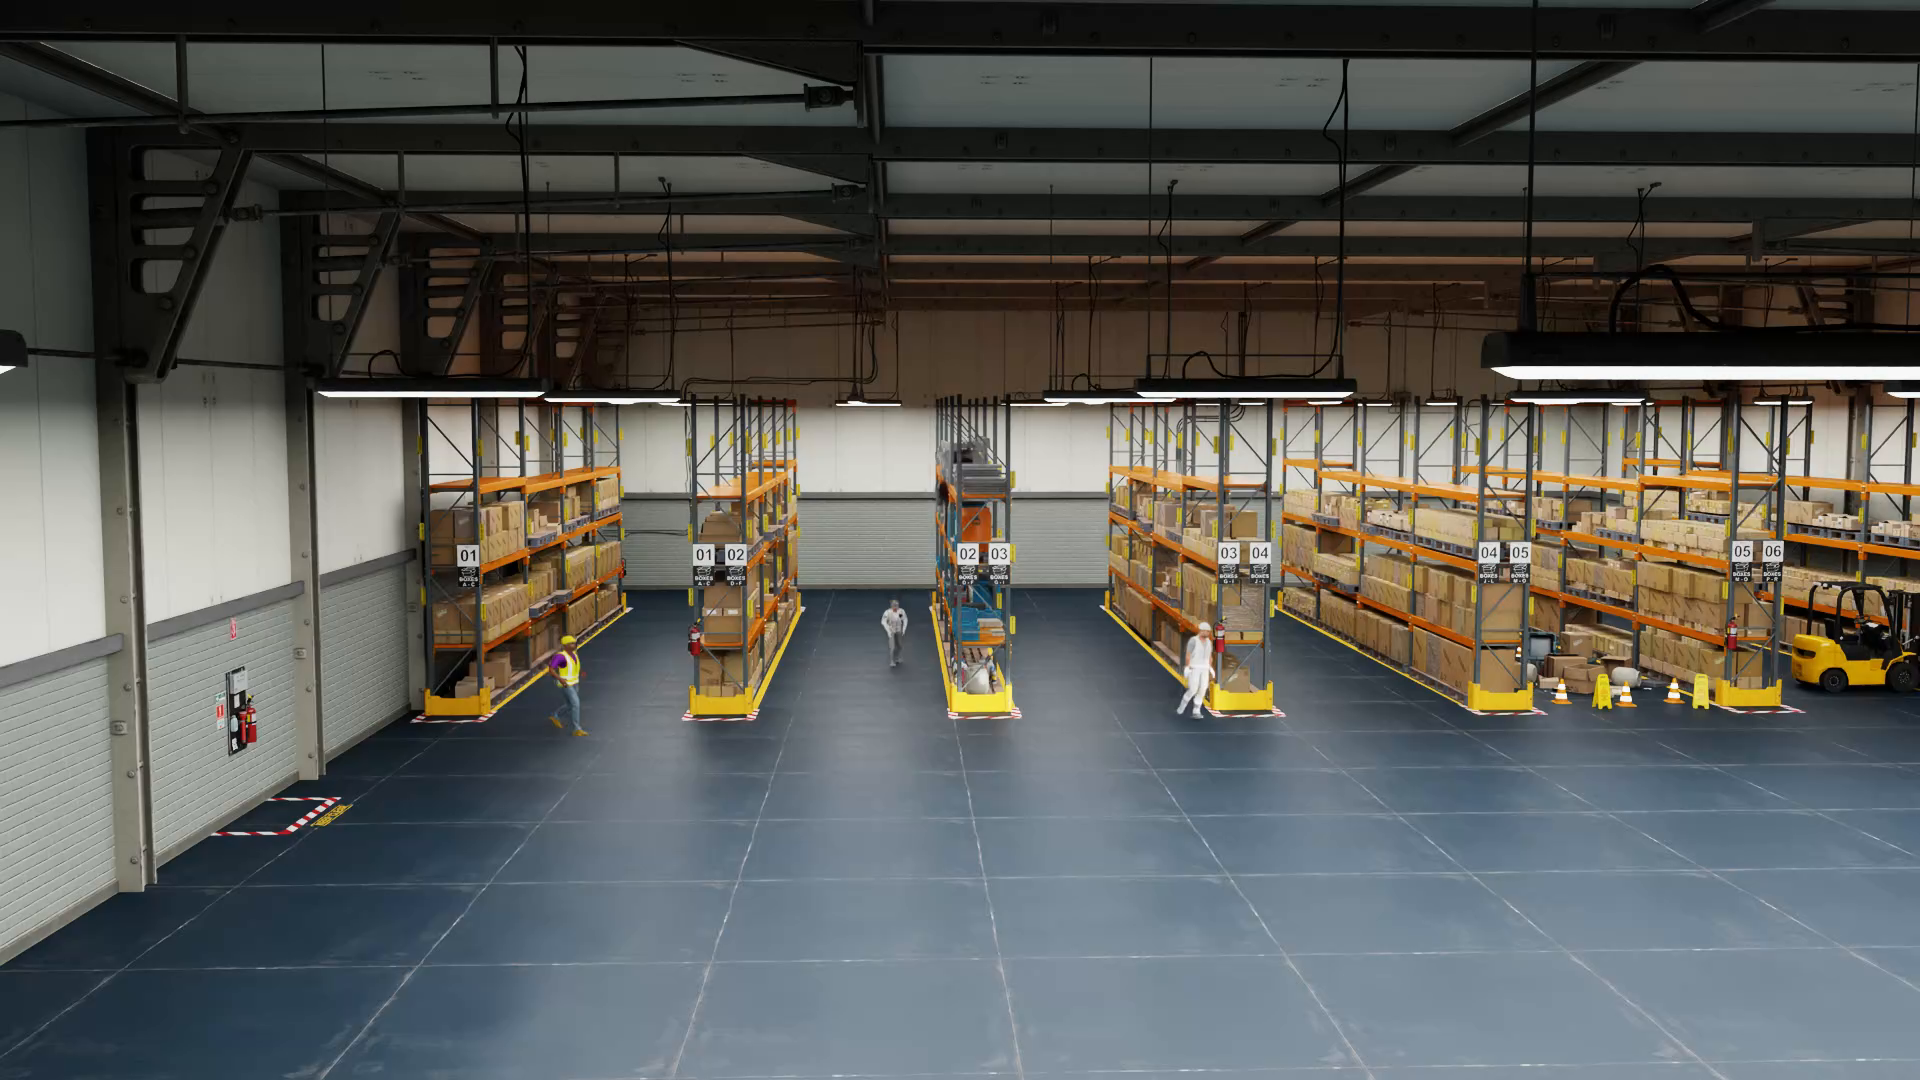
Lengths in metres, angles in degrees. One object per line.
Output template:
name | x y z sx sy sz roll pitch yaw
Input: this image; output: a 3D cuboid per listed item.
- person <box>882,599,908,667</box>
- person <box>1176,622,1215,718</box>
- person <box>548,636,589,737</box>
person | -1.457 2.048 37.057 0.635 1.532 0.825 -2 5 -23
person | 4.369 2.401 30.788 0.692 1.778 0.512 -2 5 -28
person | -6.910 2.551 29.198 0.830 1.767 0.718 1 5 16
